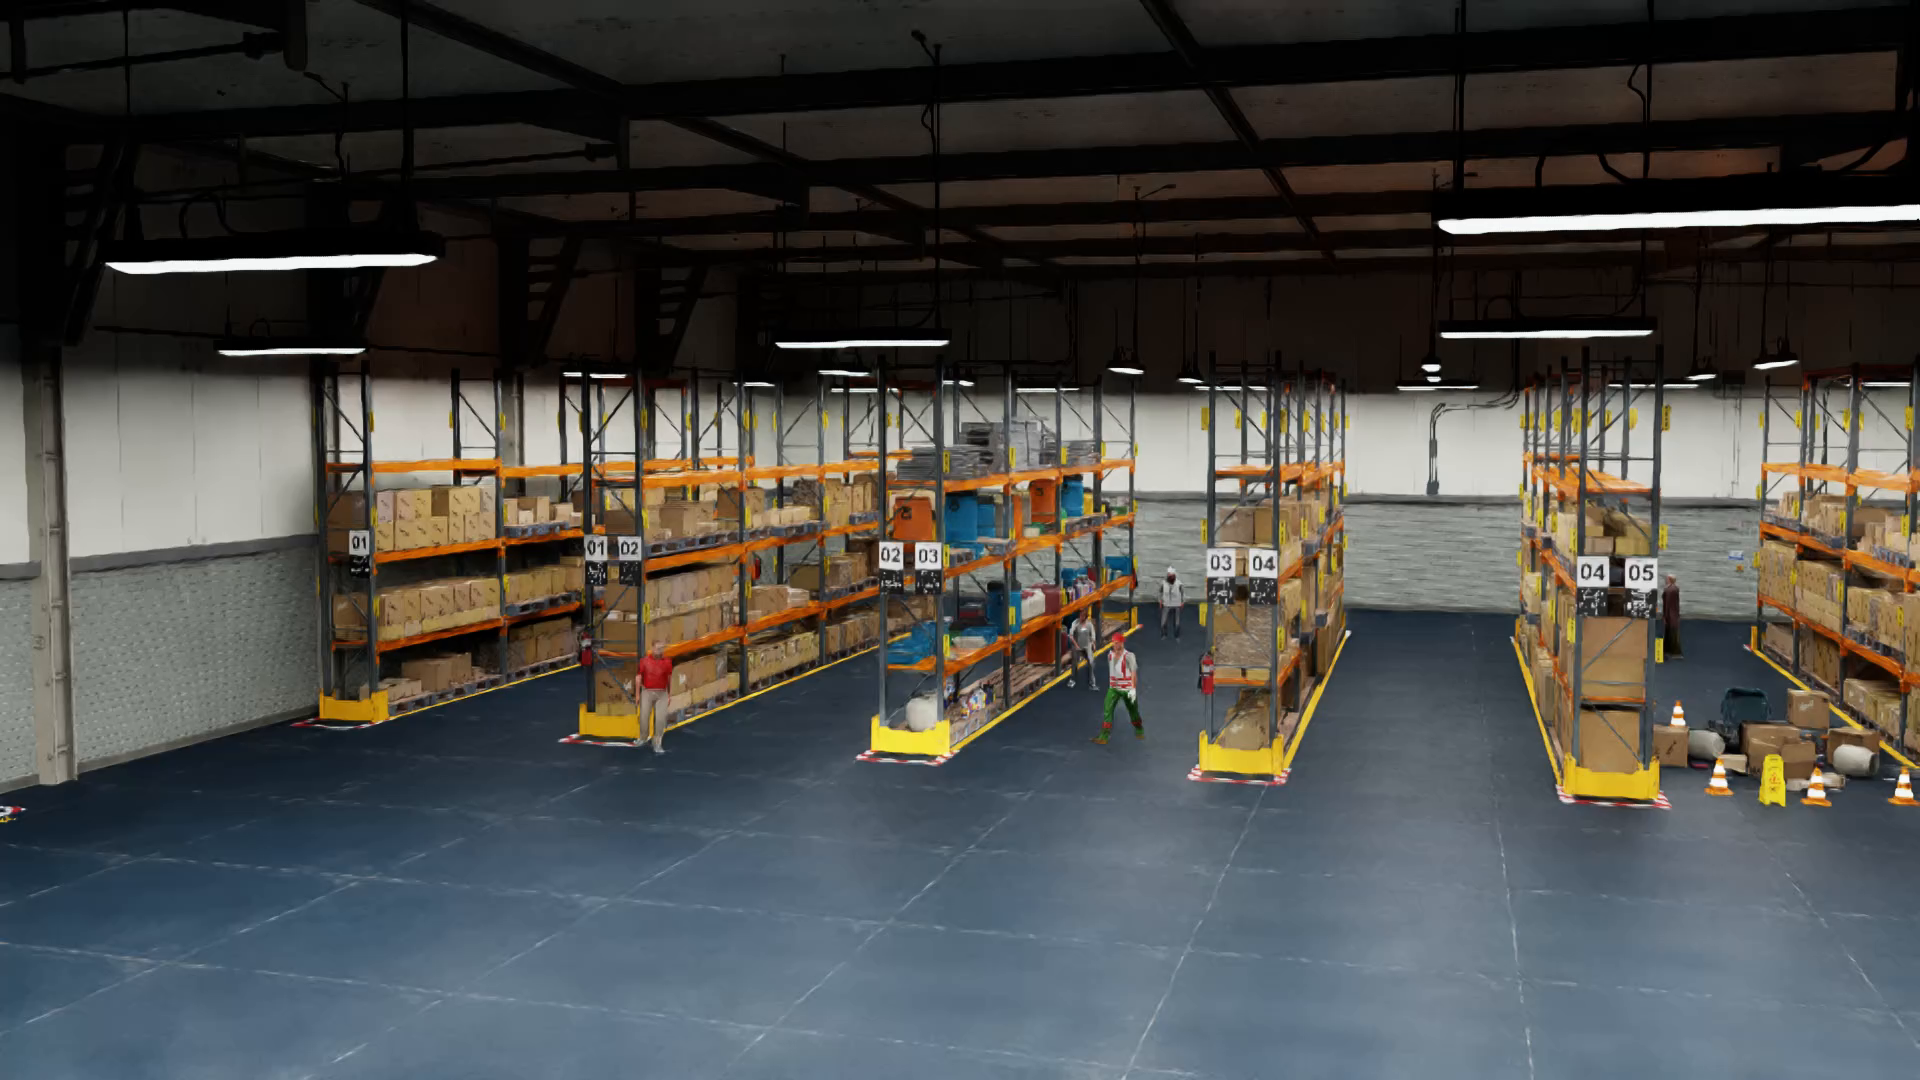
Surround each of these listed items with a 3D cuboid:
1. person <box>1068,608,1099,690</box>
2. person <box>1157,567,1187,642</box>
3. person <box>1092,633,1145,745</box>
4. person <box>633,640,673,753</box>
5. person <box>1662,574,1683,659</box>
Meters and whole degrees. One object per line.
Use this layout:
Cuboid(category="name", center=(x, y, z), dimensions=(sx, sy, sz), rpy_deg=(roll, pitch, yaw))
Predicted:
Cuboid(category="person", center=(2.290, 2.007, 31.079), dimensions=(0.562, 1.527, 0.782), rpy_deg=(0, 4, -1))
Cuboid(category="person", center=(4.780, 1.462, 37.608), dimensions=(0.677, 1.726, 0.574), rpy_deg=(1, 4, 14))
Cuboid(category="person", center=(2.493, 2.301, 25.818), dimensions=(0.590, 1.747, 0.984), rpy_deg=(3, 5, 38))
Cuboid(category="person", center=(-4.662, 2.348, 25.227), dimensions=(0.592, 1.713, 0.569), rpy_deg=(-1, 4, -20))
Cuboid(category="person", center=(14.973, 1.681, 35.136), dimensions=(0.649, 1.588, 0.698), rpy_deg=(3, 5, 34))
